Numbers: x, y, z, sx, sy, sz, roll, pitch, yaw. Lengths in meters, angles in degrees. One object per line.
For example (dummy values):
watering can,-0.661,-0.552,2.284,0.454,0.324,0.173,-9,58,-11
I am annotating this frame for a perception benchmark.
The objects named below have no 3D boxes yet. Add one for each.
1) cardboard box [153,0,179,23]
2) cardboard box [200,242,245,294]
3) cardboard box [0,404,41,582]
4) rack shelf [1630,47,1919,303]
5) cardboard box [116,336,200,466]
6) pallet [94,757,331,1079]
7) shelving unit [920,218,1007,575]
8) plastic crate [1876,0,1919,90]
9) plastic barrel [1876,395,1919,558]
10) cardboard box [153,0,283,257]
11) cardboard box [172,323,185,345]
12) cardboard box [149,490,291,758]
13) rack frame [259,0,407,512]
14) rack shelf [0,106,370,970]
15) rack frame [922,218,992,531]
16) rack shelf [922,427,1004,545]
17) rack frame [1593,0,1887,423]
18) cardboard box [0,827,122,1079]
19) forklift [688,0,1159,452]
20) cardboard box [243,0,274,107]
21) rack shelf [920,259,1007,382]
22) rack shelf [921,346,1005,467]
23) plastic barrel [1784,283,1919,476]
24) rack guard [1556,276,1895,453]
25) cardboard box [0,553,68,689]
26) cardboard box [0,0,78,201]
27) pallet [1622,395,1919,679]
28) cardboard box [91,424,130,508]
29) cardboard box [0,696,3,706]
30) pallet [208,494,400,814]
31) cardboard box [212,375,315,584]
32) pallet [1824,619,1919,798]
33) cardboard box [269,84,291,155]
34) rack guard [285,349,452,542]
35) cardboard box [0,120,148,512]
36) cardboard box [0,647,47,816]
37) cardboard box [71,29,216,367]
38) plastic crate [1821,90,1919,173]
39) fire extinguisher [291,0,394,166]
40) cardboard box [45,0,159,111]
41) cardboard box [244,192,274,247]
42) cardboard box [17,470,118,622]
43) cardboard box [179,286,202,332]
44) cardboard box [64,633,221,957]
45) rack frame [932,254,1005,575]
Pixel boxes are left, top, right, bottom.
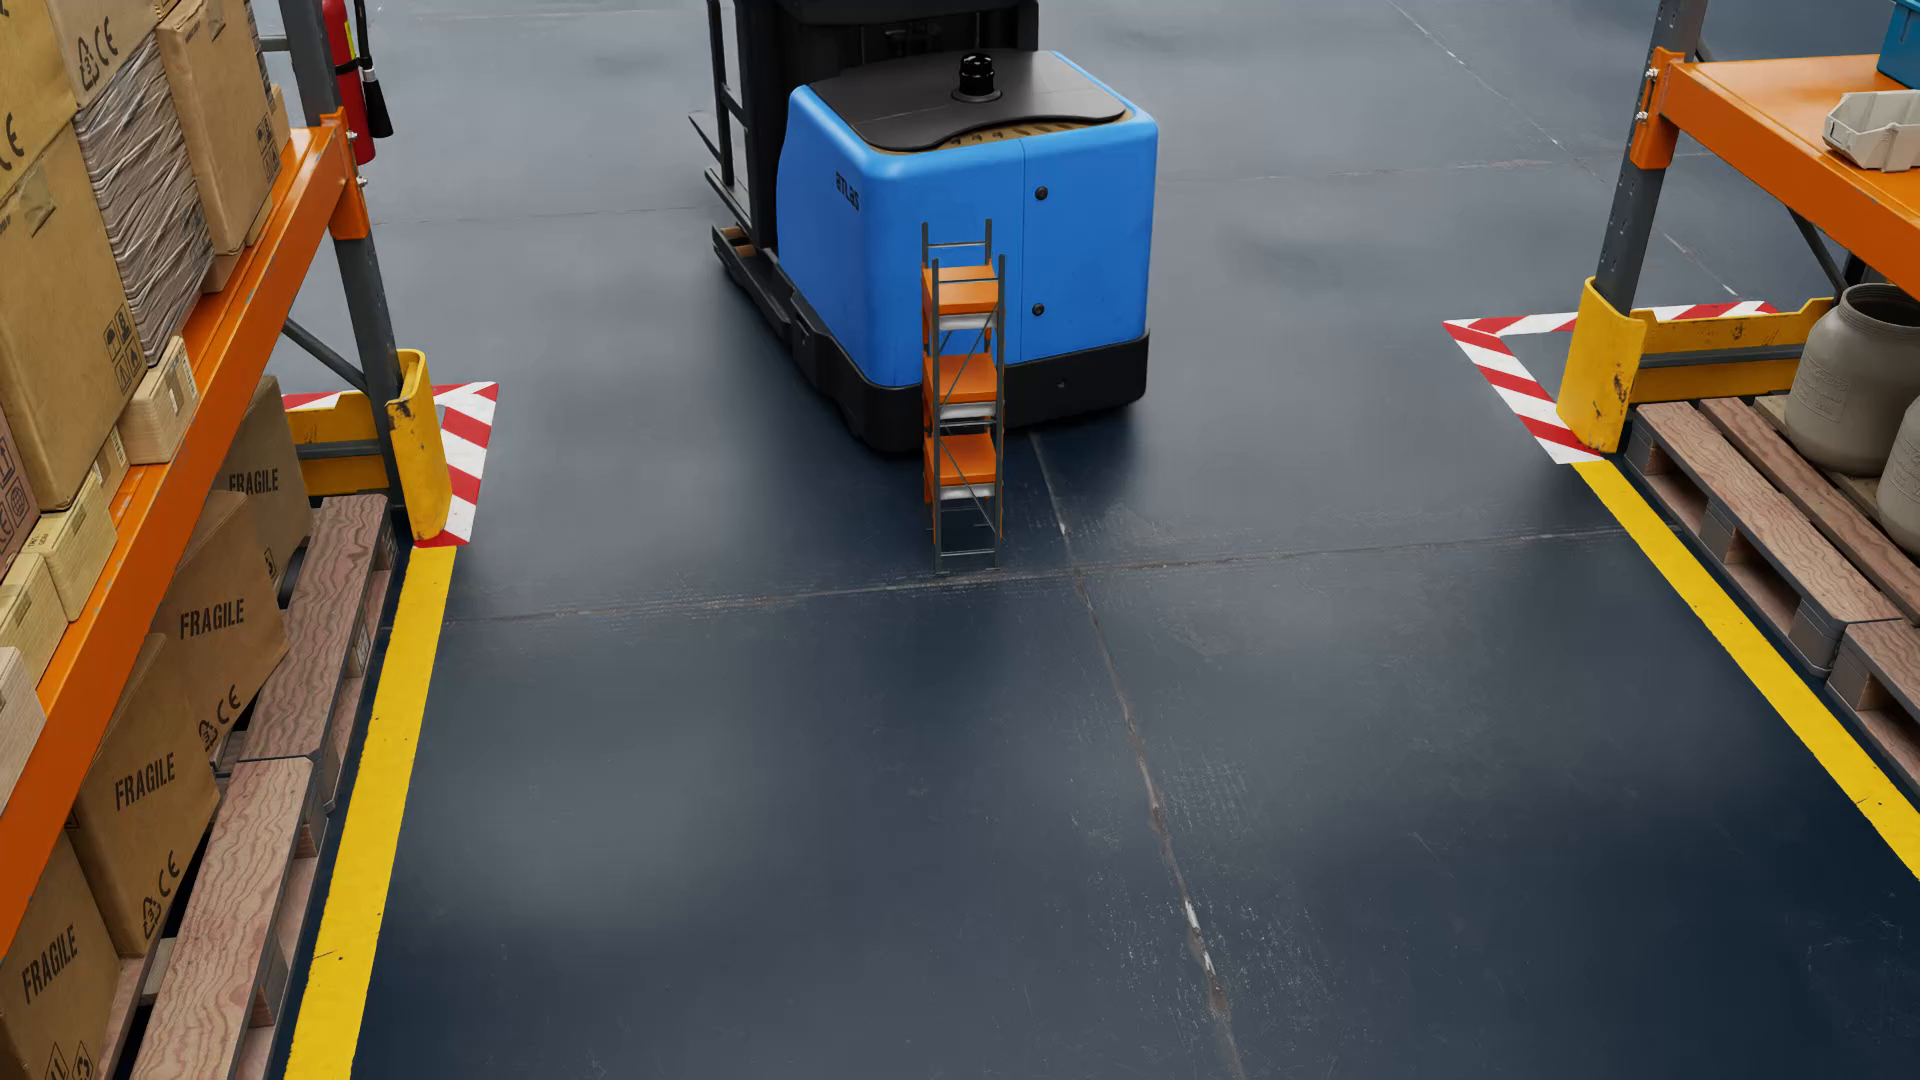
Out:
cardboard box,-1.858,-1.346,3.321,0.500,0.500,0.500,-4,35,-6
cardboard box,-1.871,-0.673,3.797,0.380,0.149,0.250,-4,35,-6
cardboard box,-1.910,-0.077,2.346,0.875,0.500,0.500,-4,35,-6
rack shelf,2.927,-0.298,3.662,1.077,0.370,4.000,-4,35,-6
cardboard box,-1.701,-0.259,3.190,0.380,0.149,0.250,-4,35,-6
pallet,-2.004,0.994,3.604,1.003,0.211,1.213,-4,35,-6
shelving unit,0.007,-0.404,4.911,0.215,1.050,0.252,-4,35,-6
plastic crate,3.022,-1.393,4.762,0.499,0.251,0.616,-4,35,-6
plastic barrel,2.890,-0.215,4.738,0.421,0.512,0.421,0,34,0
cardboard box,-2.017,-0.921,3.585,0.875,0.500,0.500,-4,35,-6
cardboard box,-1.822,-0.392,3.385,0.380,0.149,0.250,-4,35,-6
cardboard box,-2.068,0.204,4.133,0.500,0.500,0.500,4,35,6
rack frame,-2.250,-1.336,4.547,1.000,3.000,0.127,-4,35,-6
rack shelf,-1.981,0.078,3.111,1.077,0.370,4.000,-4,35,-6
rack frame,-0.009,-0.472,5.010,0.200,1.050,0.008,-4,35,-6
rack shelf,0.007,-0.166,5.073,0.215,0.259,0.240,-4,35,-6
rack frame,2.658,-1.711,5.097,1.000,3.000,0.127,-4,35,-6
cardboard box,-1.972,0.870,3.157,0.500,0.500,0.500,-7,35,-11
forklift,-0.378,-2.327,6.062,1.130,2.935,3.031,-13,36,-19
cardboard box,-2.203,-1.191,3.981,0.875,0.500,0.500,-4,35,-6
rack shelf,0.007,-0.630,4.757,0.215,0.259,0.240,-4,35,-6
rack shelf,0.007,-0.395,4.916,0.215,0.259,0.240,-4,35,-6
plastic barrel,2.823,-0.495,5.149,0.421,0.512,0.421,0,34,0
rack guard,2.715,-0.639,5.744,1.175,0.500,0.348,-4,35,-6
cardboard box,-1.635,0.162,2.572,0.380,0.149,0.250,-4,35,-6
cardboard box,-1.734,-0.788,2.501,0.500,0.500,0.500,-4,35,-6
pallet,2.819,-0.066,5.159,1.003,0.211,1.213,-4,35,-6
cardboard box,-1.736,-0.115,2.978,0.380,0.149,0.250,-4,35,-6
cardboard box,-1.743,0.195,1.948,0.875,0.500,0.500,-4,35,-6
pallet,-2.165,0.315,4.600,1.003,0.211,1.213,-4,35,-6
cardboard box,-2.182,-0.127,4.619,0.500,0.500,0.500,2,34,2
pallet,2.980,0.613,4.163,1.003,0.211,1.213,-4,35,-6
cardboard box,-2.007,-1.089,4.407,0.380,0.149,0.250,-4,35,-6
rack guard,-2.239,-0.260,5.188,1.175,0.500,0.348,-4,35,-6
cardboard box,-1.937,-0.359,2.760,0.875,0.500,0.500,-4,35,-6
cardboard box,-1.560,0.298,2.372,0.380,0.149,0.250,-4,35,-6
cardboard box,-1.992,-0.639,3.171,0.875,0.500,0.500,-4,35,-6
plastic crate,2.460,-1.078,4.403,0.298,0.136,0.250,-4,35,-6
fire extinguisher,-1.808,-1.403,4.713,0.296,0.674,0.183,-4,35,-6
cardboard box,-1.793,-1.067,2.912,0.500,0.500,0.500,-4,35,-6
cardboard box,-1.889,-0.813,4.003,0.380,0.149,0.250,-4,35,-6
cardboard box,-1.657,0.021,2.778,0.380,0.149,0.250,-4,35,-6
cardboard box,-1.878,-0.530,3.587,0.380,0.149,0.250,-4,35,-6
cardboard box,-2.002,0.555,3.619,0.500,0.500,0.500,-1,34,-2
rack frame,0.024,-0.336,4.811,0.200,1.050,0.008,-4,35,-6
